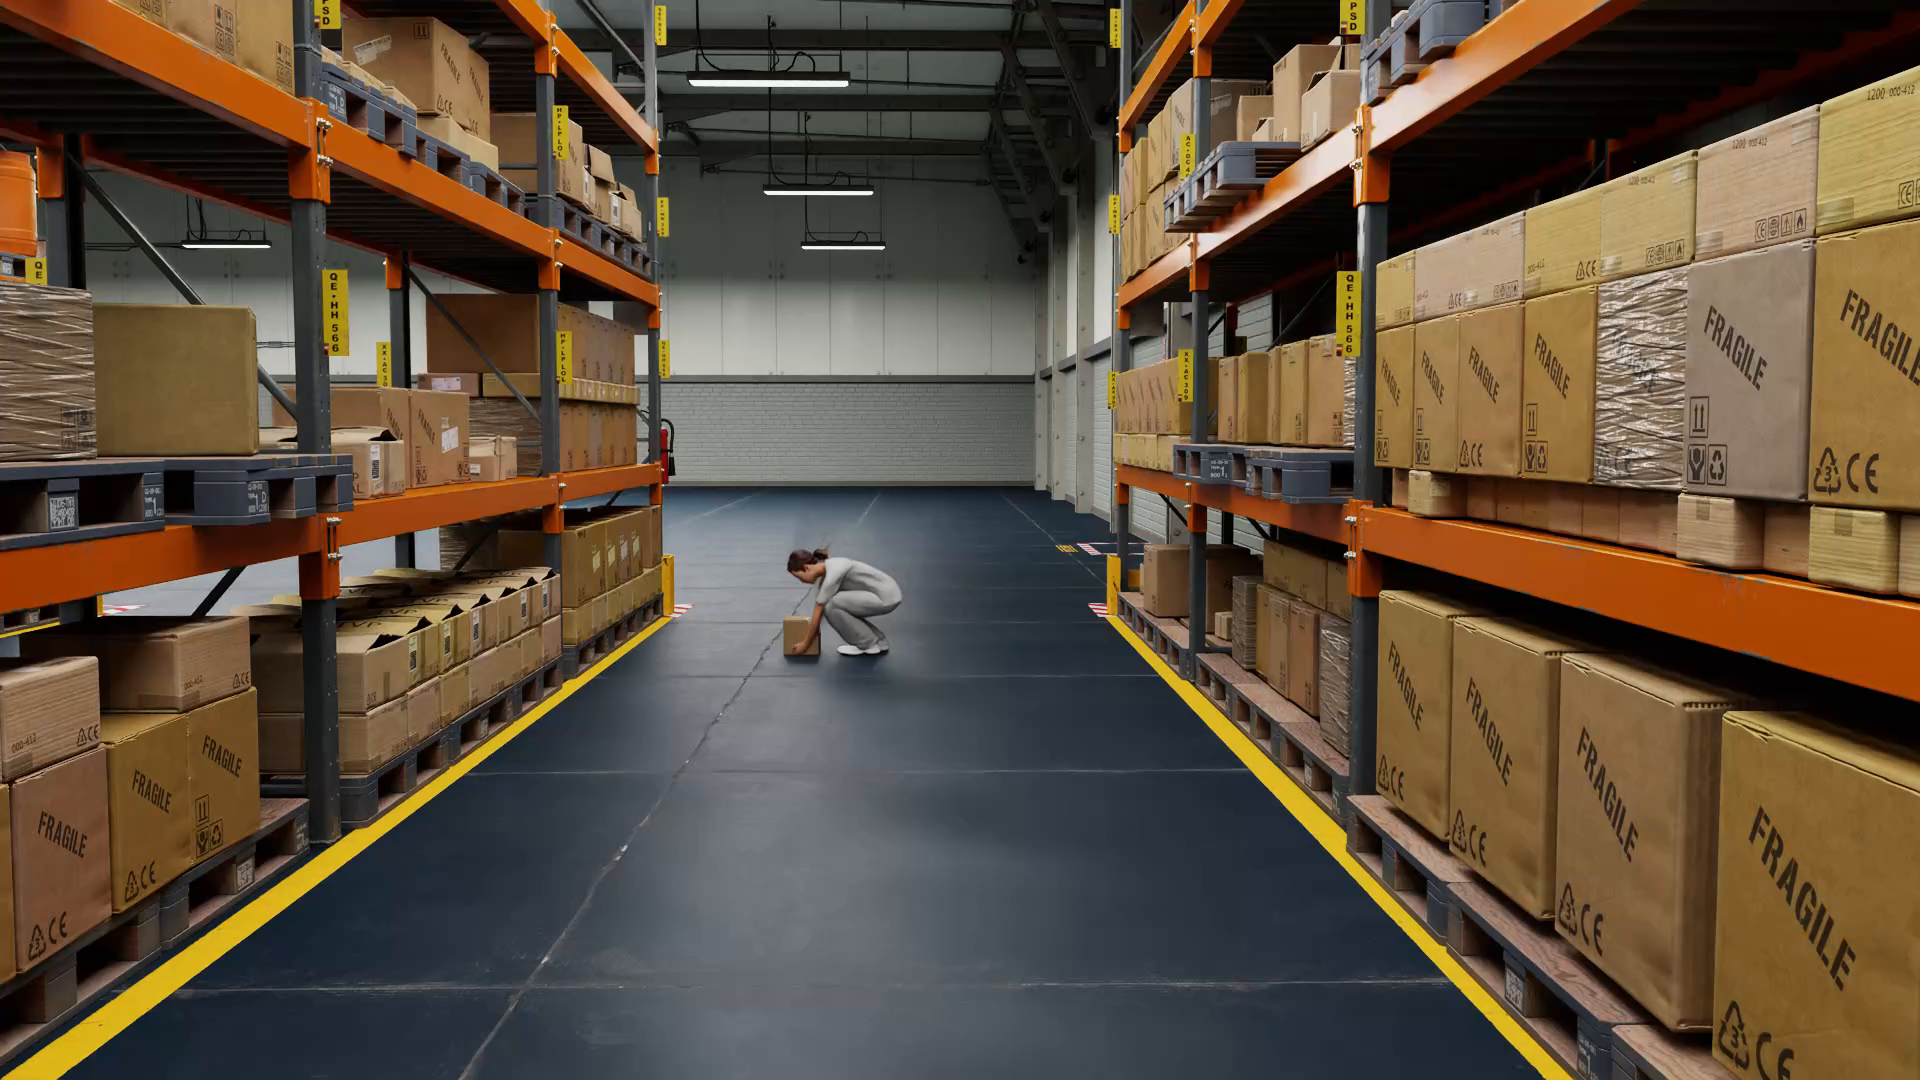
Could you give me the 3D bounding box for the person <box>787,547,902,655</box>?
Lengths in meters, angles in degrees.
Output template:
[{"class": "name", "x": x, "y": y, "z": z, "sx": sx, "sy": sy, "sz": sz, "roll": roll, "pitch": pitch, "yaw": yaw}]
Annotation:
[{"class": "person", "x": -0.822, "y": 0.453, "z": 11.895, "sx": 0.819, "sy": 0.812, "sz": 0.466, "roll": 0, "pitch": 4, "yaw": -2}]
